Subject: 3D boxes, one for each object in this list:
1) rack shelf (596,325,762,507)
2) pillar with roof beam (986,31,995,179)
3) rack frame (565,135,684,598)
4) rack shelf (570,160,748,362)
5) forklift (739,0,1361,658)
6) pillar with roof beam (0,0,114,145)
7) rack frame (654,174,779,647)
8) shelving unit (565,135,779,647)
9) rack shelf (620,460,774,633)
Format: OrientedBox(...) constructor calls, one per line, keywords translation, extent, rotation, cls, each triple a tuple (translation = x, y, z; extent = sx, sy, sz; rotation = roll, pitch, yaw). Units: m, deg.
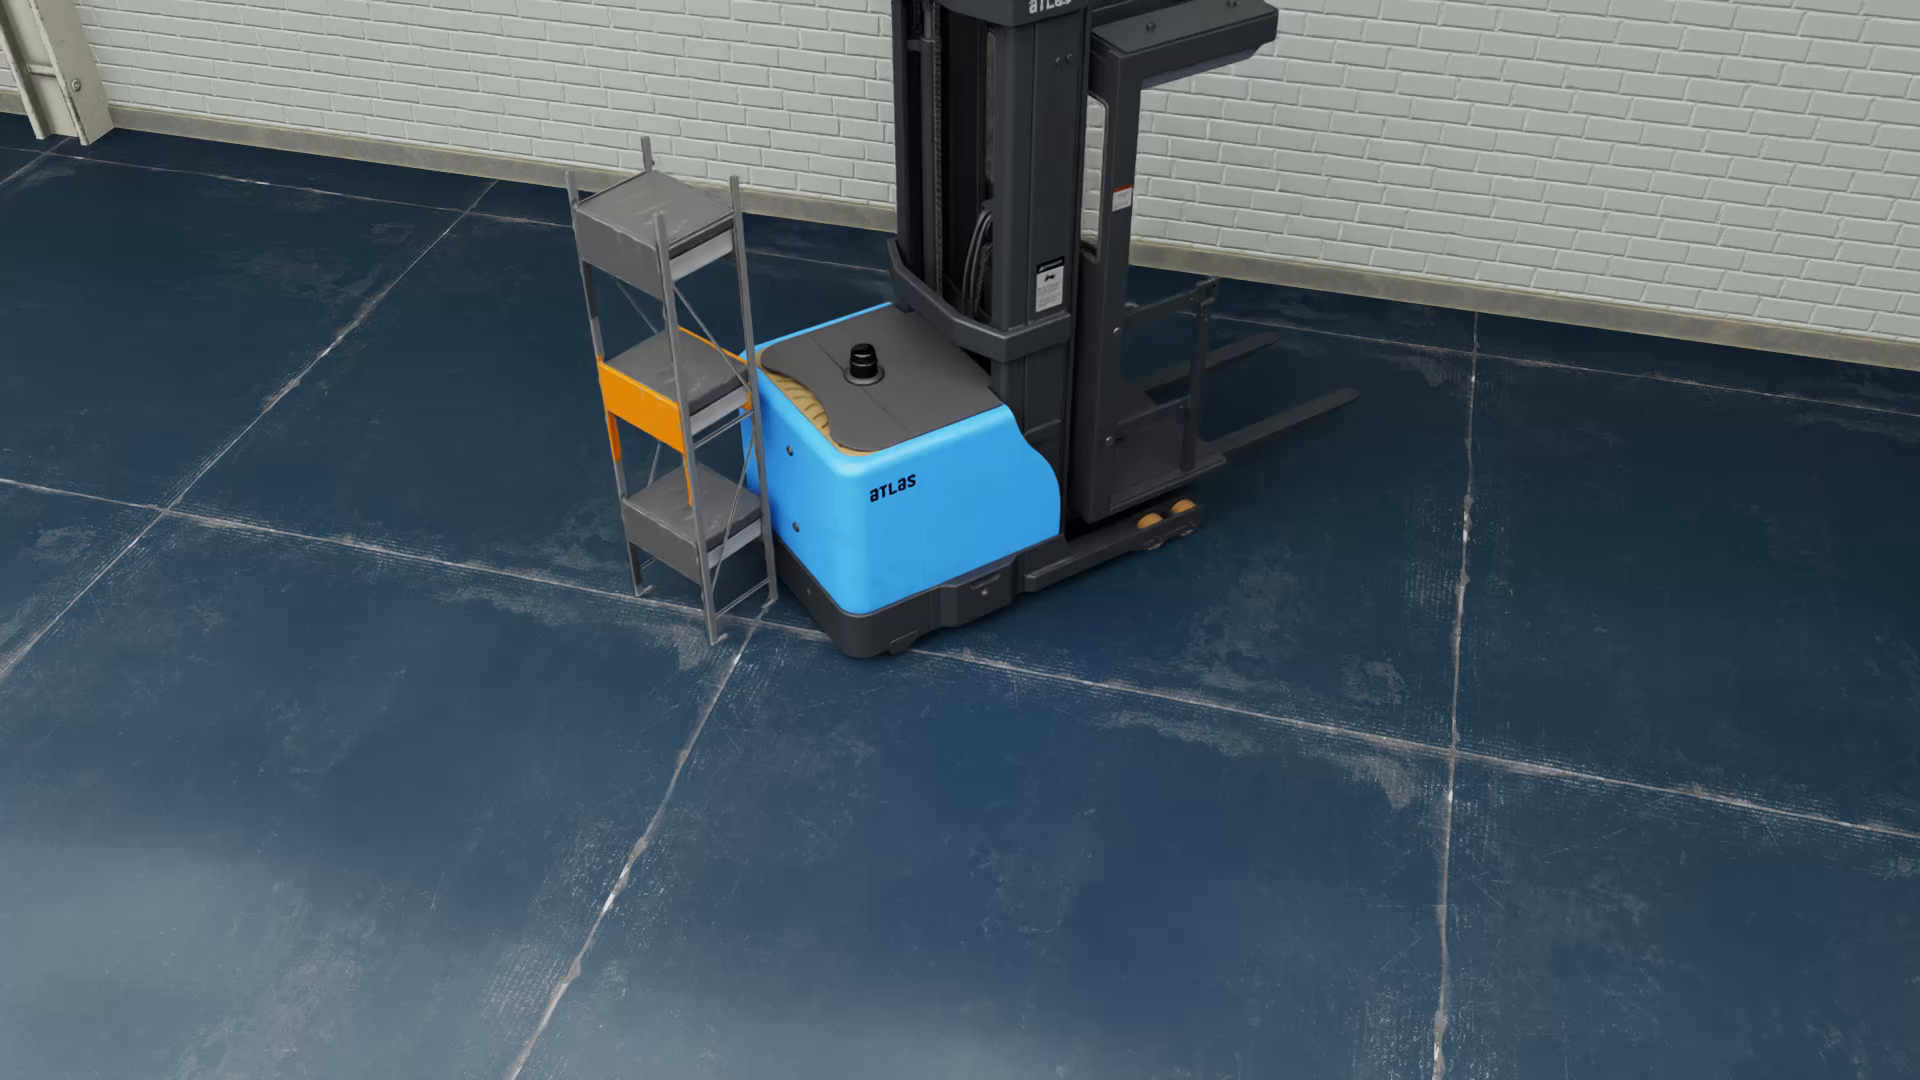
OrientedBox(translation=(-1.135, -0.532, 6.797), extent=(0.480, 0.518, 0.431), rotation=(29, 48, 30), cls="rack shelf")
OrientedBox(translation=(-1.152, -2.473, 3.722), extent=(0.400, 9.000, 9.100), rotation=(10, 41, 11), cls="pillar with roof beam")
OrientedBox(translation=(-1.321, -0.644, 6.909), extent=(0.015, 2.100, 0.400), rotation=(29, 48, 30), cls="rack frame")
OrientedBox(translation=(-1.135, -1.068, 6.347), extent=(0.480, 0.518, 0.431), rotation=(29, 48, 30), cls="rack shelf")
OrientedBox(translation=(0.547, -1.345, 7.097), extent=(3.031, 2.935, 1.130), rotation=(-22, 45, -24), cls="forklift")
OrientedBox(translation=(-6.948, -3.470, 4.910), extent=(0.400, 9.000, 9.100), rotation=(10, 41, 11), cls="pillar with roof beam")
OrientedBox(translation=(-0.949, -0.441, 6.667), extent=(0.015, 2.100, 0.400), rotation=(29, 48, 30), cls="rack frame")
OrientedBox(translation=(-1.135, -0.543, 6.788), extent=(0.503, 2.100, 0.431), rotation=(29, 48, 30), cls="shelving unit")
OrientedBox(translation=(-1.135, 0.004, 7.247), extent=(0.480, 0.518, 0.431), rotation=(29, 48, 30), cls="rack shelf")
